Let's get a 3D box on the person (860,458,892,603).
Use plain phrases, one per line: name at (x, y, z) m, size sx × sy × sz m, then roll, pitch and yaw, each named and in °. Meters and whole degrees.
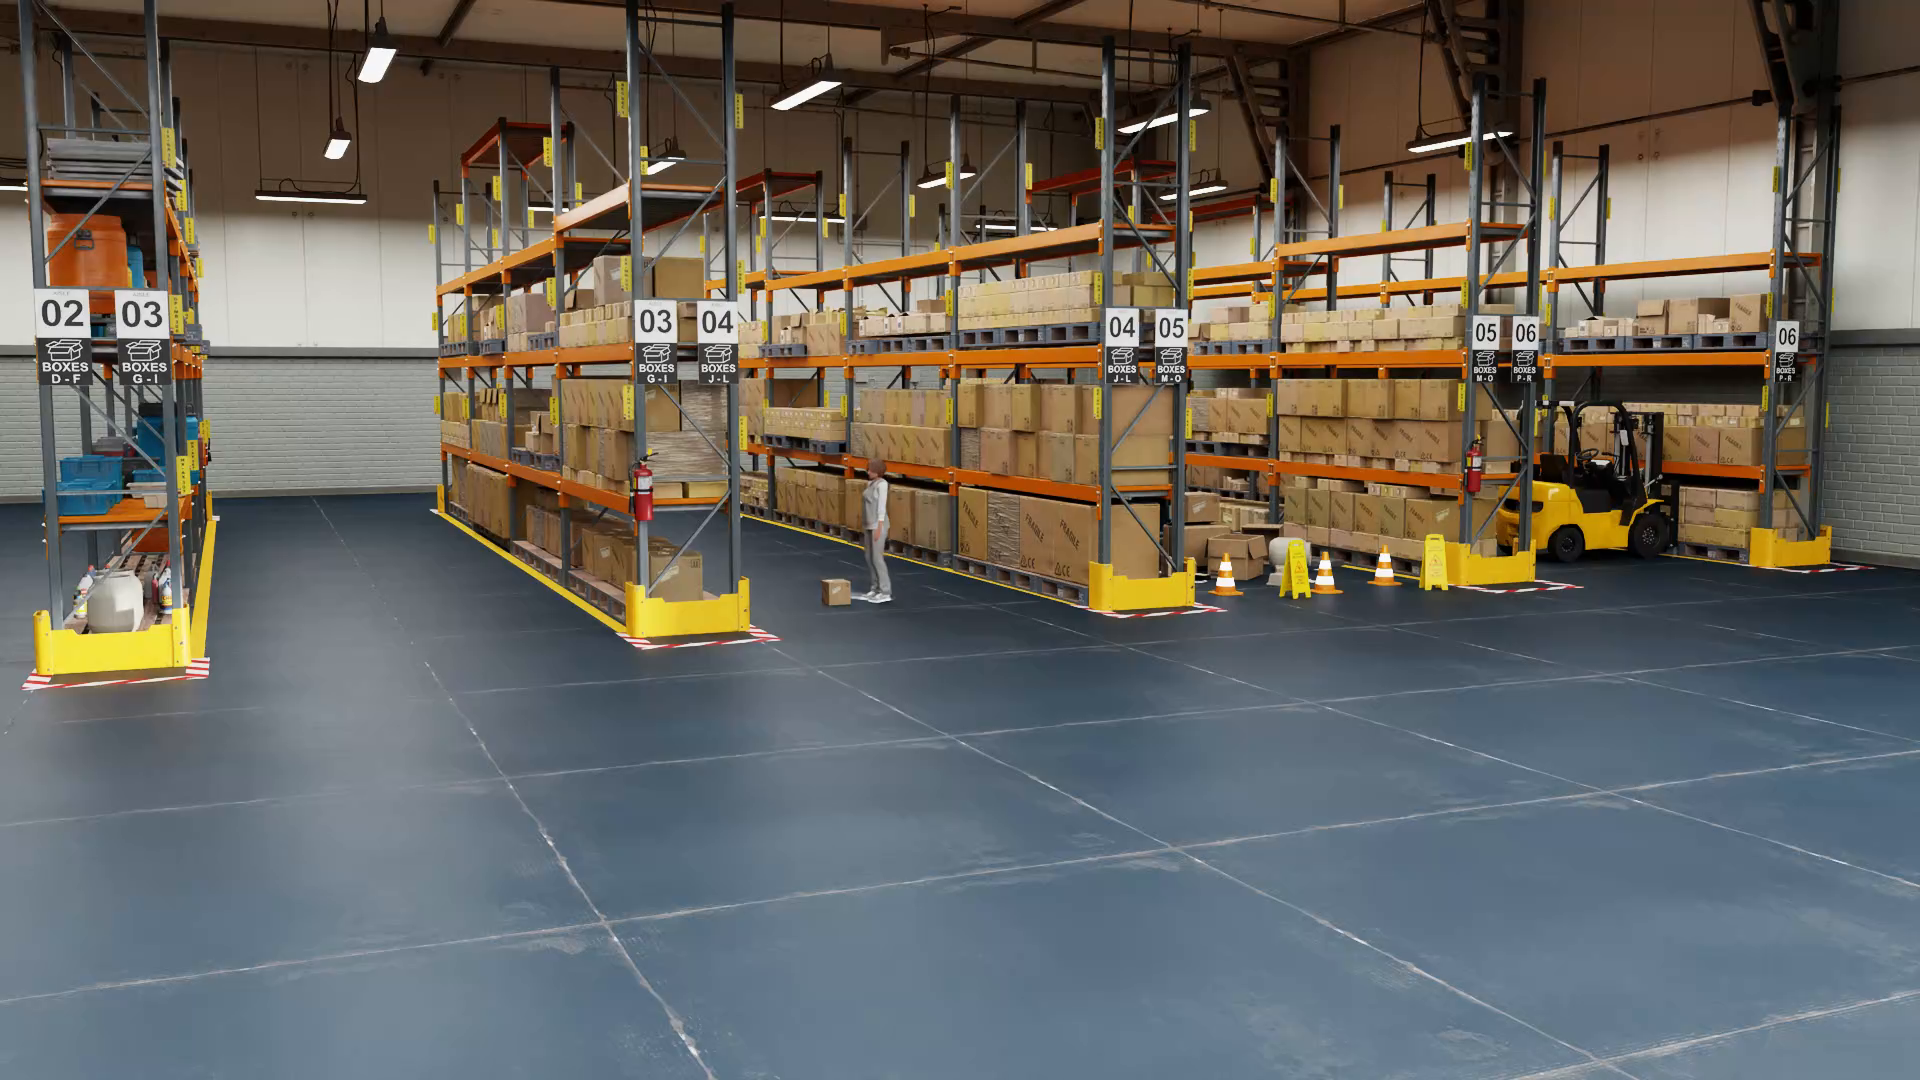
person at (-0.923, -0.110, 18.368) m, size 0.306 × 1.595 × 0.407 m, roll -2°, pitch 6°, yaw -22°
